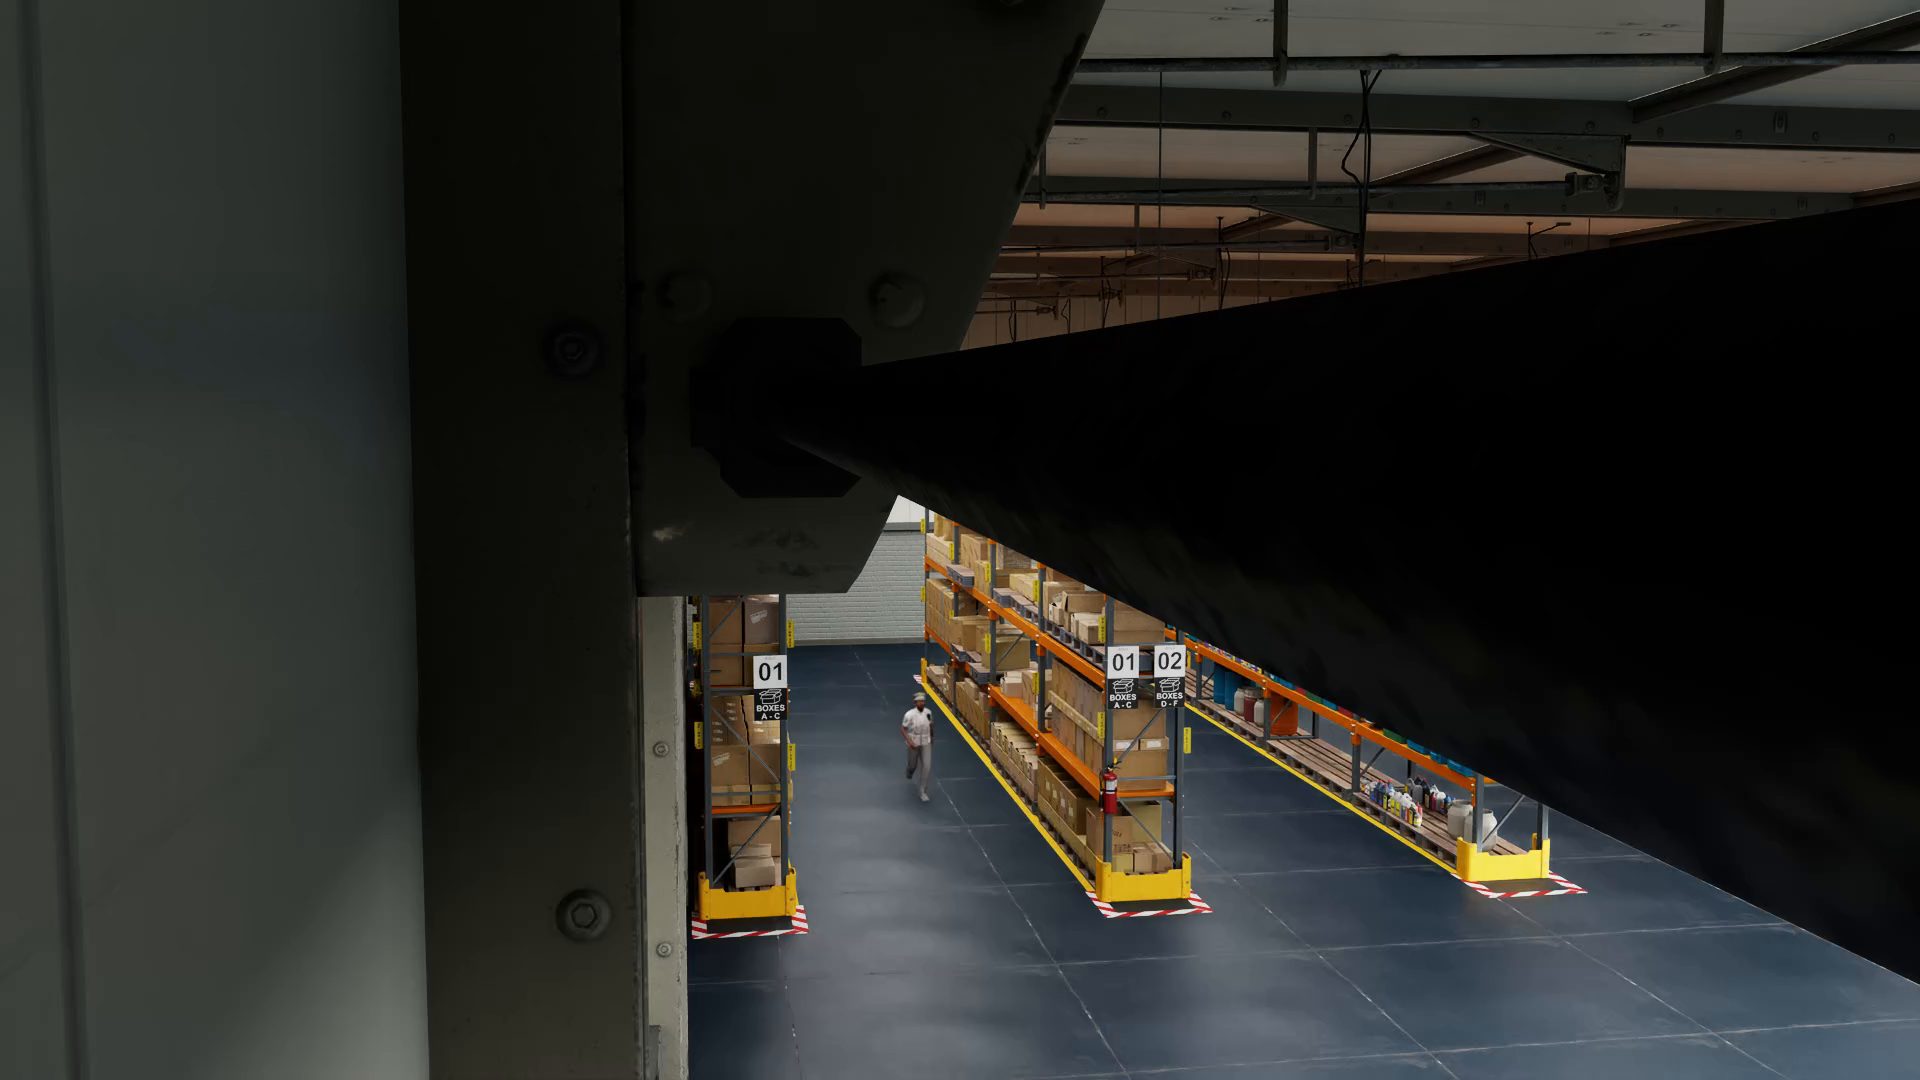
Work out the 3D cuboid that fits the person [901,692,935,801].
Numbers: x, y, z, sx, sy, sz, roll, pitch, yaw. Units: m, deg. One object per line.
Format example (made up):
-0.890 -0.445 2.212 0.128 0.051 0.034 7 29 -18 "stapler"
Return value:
-0.647 3.210 26.232 0.568 1.666 0.868 -1 5 -13 "person"
